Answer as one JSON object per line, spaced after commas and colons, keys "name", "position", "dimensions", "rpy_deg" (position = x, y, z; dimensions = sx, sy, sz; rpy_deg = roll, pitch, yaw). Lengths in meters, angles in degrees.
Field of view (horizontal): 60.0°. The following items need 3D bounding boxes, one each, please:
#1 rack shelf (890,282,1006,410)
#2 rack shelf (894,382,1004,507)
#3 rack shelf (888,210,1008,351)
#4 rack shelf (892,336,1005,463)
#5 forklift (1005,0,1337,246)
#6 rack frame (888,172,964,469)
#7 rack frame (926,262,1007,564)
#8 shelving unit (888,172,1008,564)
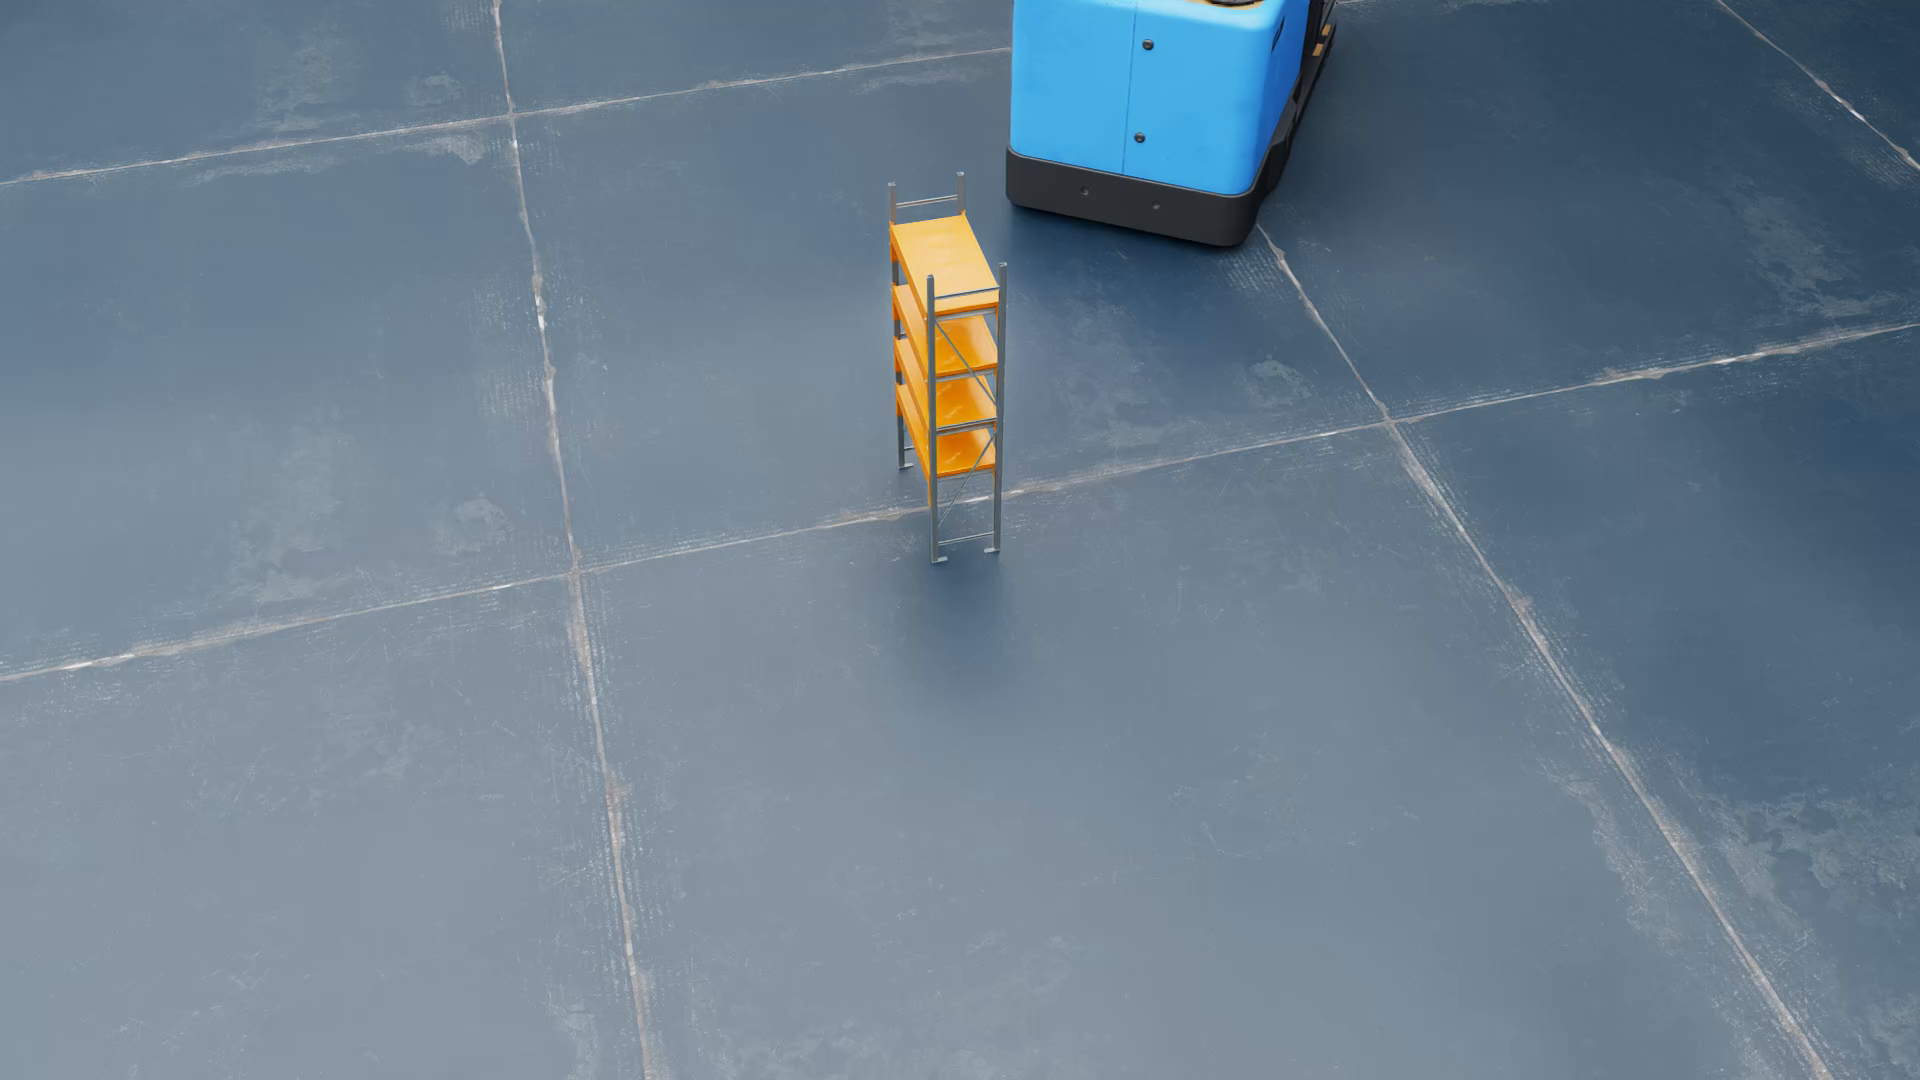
{"name": "rack shelf", "position": [-0.042, -0.644, 5.322], "dimensions": [0.258, 0.148, 0.480], "rpy_deg": [-11, 47, -10]}
{"name": "rack shelf", "position": [-0.042, -0.348, 5.623], "dimensions": [0.258, 0.148, 0.480], "rpy_deg": [-11, 47, -10]}
{"name": "rack shelf", "position": [-0.042, -0.809, 5.153], "dimensions": [0.258, 0.148, 0.480], "rpy_deg": [-11, 47, -10]}
{"name": "rack shelf", "position": [-0.042, -0.487, 5.482], "dimensions": [0.258, 0.148, 0.480], "rpy_deg": [-11, 47, -10]}
{"name": "forklift", "position": [1.169, -3.304, 6.936], "dimensions": [1.130, 2.935, 3.031], "rpy_deg": [14, 47, 14]}
{"name": "rack frame", "position": [-0.105, -0.703, 5.599], "dimensions": [0.240, 1.200, 0.015], "rpy_deg": [-11, 47, -10]}
{"name": "rack frame", "position": [0.020, -0.366, 5.268], "dimensions": [0.240, 1.200, 0.015], "rpy_deg": [-11, 47, -10]}
{"name": "shelving unit", "position": [-0.042, -0.534, 5.433], "dimensions": [0.258, 1.200, 0.503], "rpy_deg": [-11, 47, -10]}
